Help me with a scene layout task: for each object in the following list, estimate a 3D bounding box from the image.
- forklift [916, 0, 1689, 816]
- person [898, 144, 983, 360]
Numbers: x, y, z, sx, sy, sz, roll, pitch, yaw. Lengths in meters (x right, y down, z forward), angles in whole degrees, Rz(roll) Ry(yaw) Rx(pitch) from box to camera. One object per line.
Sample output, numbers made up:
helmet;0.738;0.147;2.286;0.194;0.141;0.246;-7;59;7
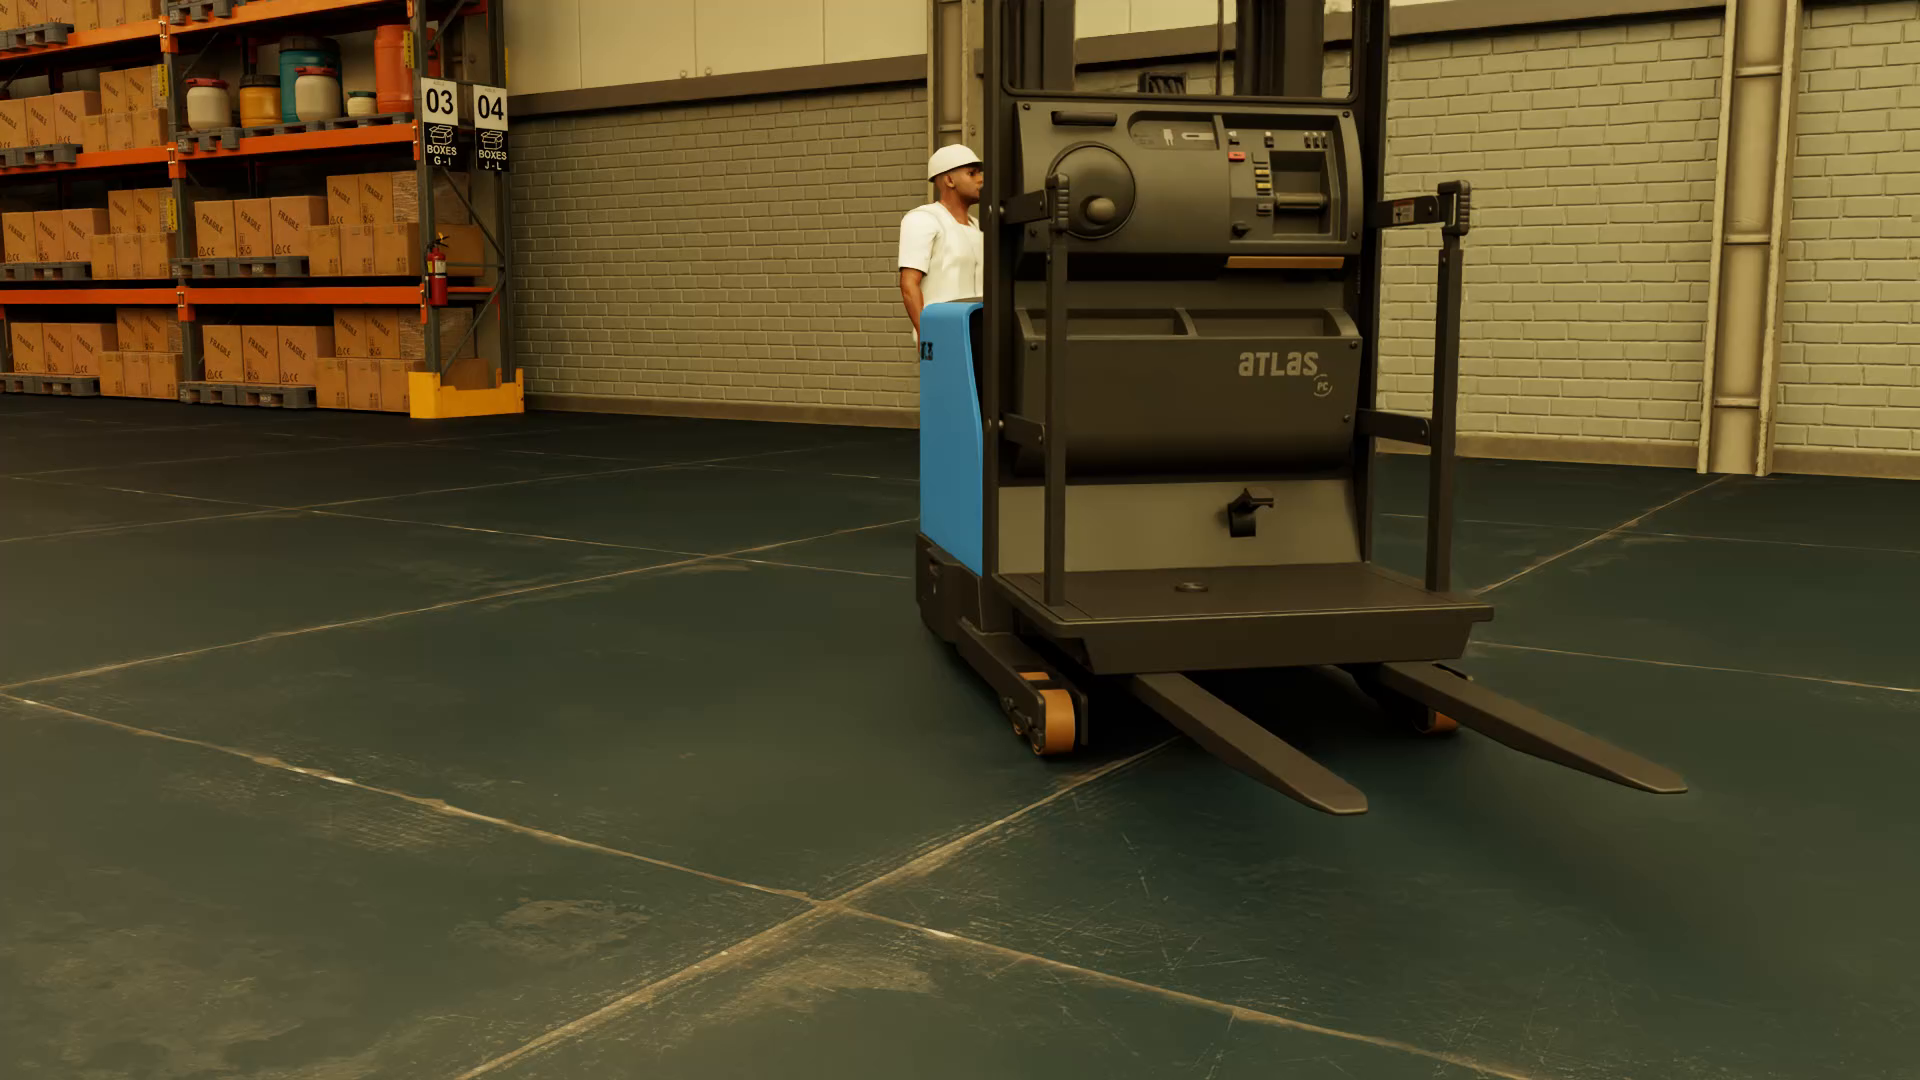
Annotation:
forklift;0.653;-0.990;4.155;1.130;2.935;3.031;-2;8;-12
person;0.055;-0.875;7.435;0.575;1.768;0.666;5;10;34
